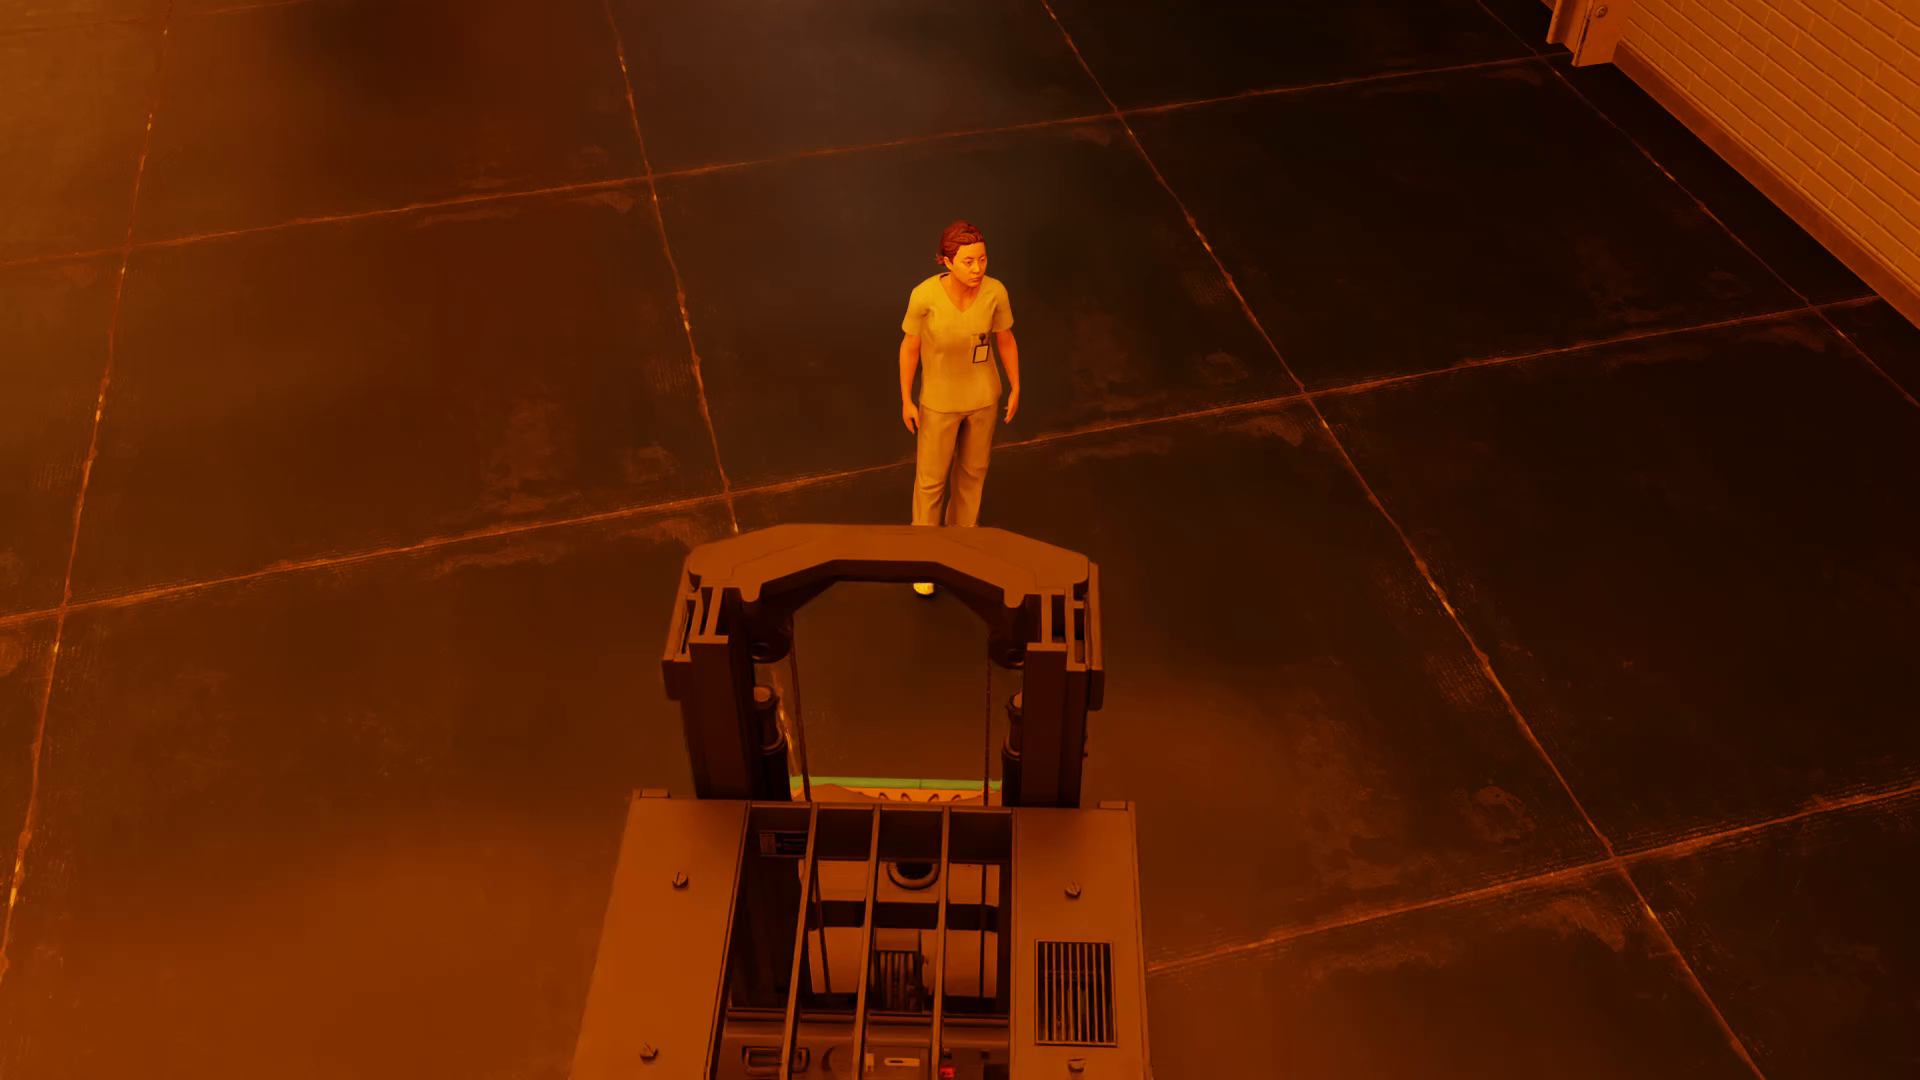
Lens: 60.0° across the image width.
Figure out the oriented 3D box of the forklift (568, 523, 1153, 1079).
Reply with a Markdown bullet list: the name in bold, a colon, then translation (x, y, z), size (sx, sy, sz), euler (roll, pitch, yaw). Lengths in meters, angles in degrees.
- **forklift**: translation (-0.174, 1.504, 4.054), size (1.130, 2.935, 3.031), euler (1, 43, 1)

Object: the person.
- **person**: translation (0.005, -0.552, 7.155), size (0.549, 1.644, 0.549), euler (-10, 44, -11)
